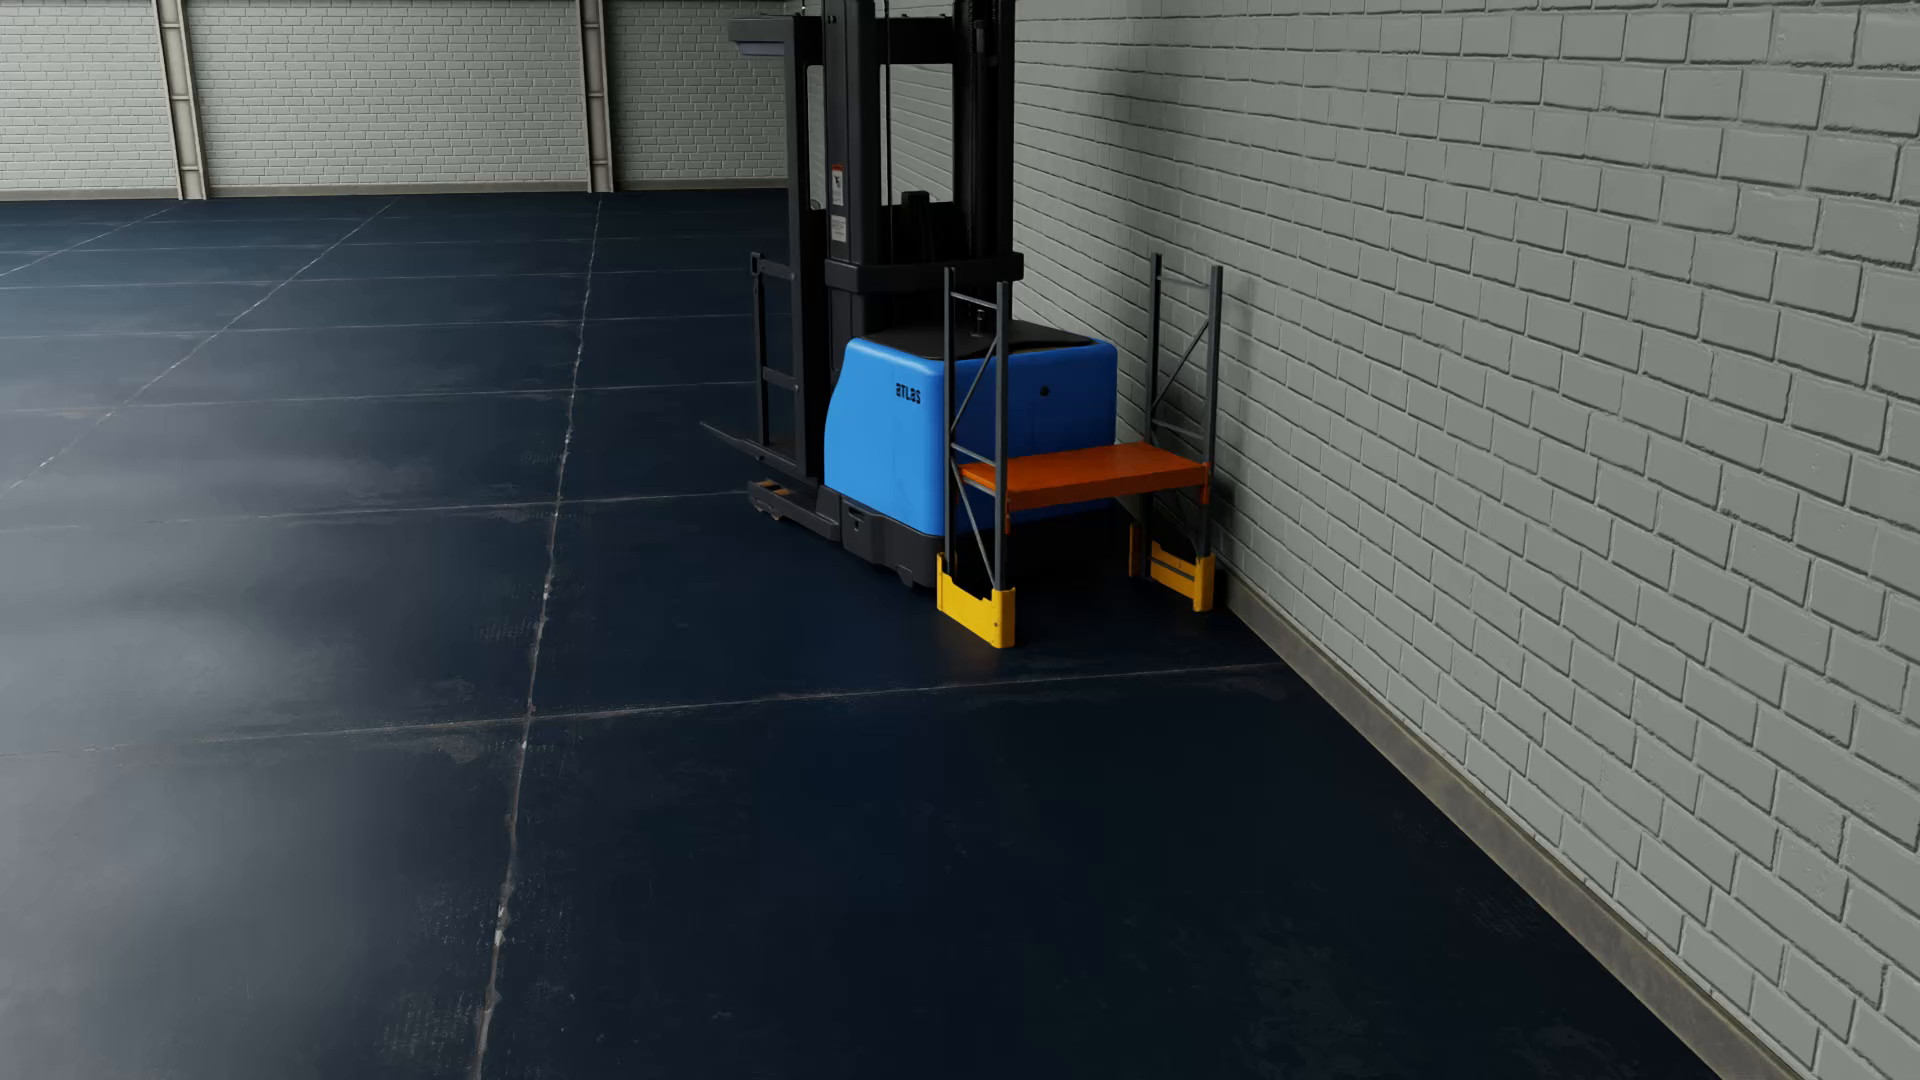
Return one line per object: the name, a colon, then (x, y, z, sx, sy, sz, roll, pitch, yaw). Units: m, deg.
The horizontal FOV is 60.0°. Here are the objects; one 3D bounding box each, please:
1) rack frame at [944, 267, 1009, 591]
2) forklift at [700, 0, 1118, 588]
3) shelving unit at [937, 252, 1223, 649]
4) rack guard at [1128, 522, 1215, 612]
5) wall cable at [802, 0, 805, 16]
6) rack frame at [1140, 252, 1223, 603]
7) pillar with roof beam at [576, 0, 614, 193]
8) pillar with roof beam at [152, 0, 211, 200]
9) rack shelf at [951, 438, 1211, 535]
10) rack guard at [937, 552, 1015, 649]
rack frame: (0.062, -0.347, 6.887, 0.032, 1.500, 0.500, -9, 19, -26)
forklift: (-0.464, -1.564, 8.411, 1.130, 2.935, 3.031, -10, 20, -30)
shelving unit: (0.506, -0.414, 7.105, 1.083, 1.500, 0.587, -9, 19, -26)
rack guard: (0.949, 0.117, 7.506, 0.087, 0.250, 0.587, -9, 19, -26)
wall cable: (-2.504, -8.086, 24.600, 0.112, 2.526, 3.097, -3, 17, -10)
rack frame: (0.967, -0.483, 7.331, 0.032, 1.500, 0.500, -9, 19, -26)
pillar with roof beam: (-4.830, -8.546, 20.810, 0.400, 9.000, 9.100, -3, 17, -10)
pillar with roof beam: (-10.721, -8.212, 19.722, 0.400, 9.000, 9.100, -3, 17, -10)
rack shelf: (0.514, -0.243, 7.162, 1.000, 0.185, 0.538, -9, 19, -26)
rack guard: (0.063, 0.250, 7.071, 0.087, 0.250, 0.587, -9, 19, -26)
